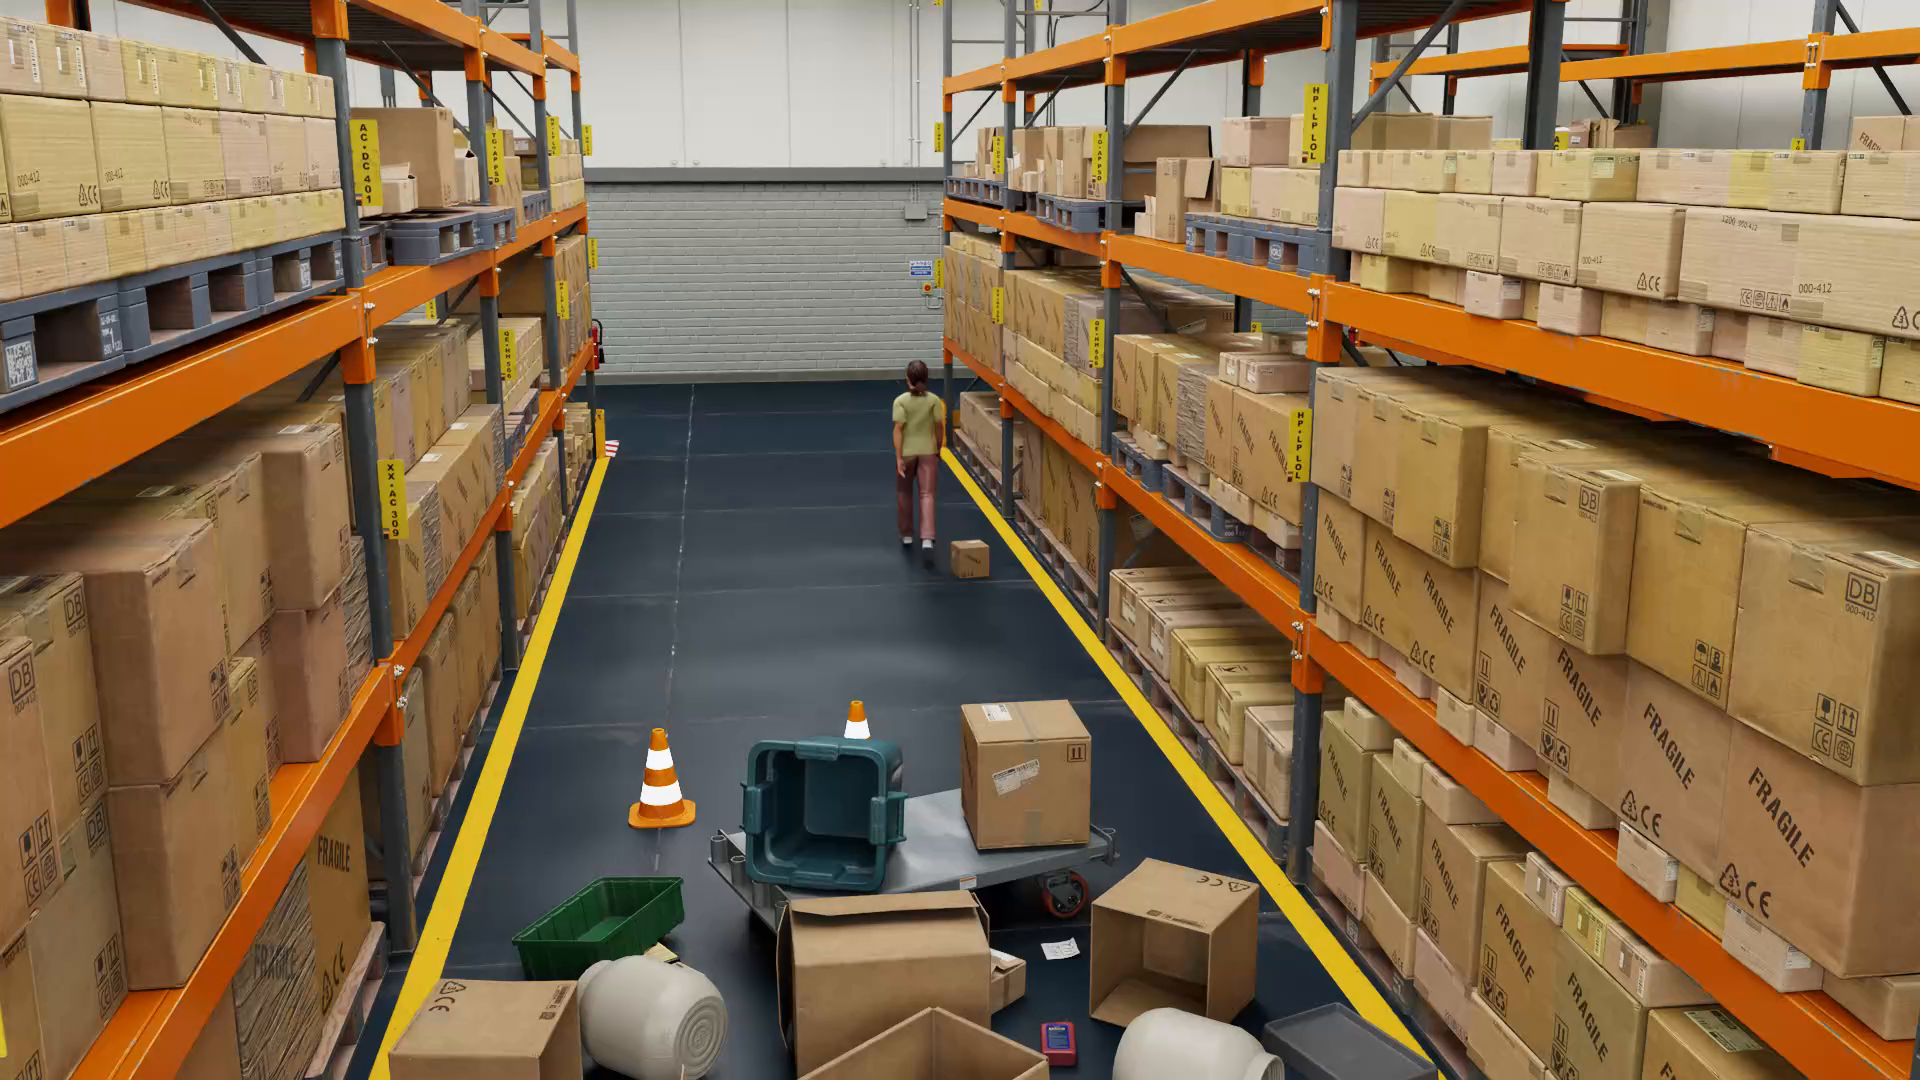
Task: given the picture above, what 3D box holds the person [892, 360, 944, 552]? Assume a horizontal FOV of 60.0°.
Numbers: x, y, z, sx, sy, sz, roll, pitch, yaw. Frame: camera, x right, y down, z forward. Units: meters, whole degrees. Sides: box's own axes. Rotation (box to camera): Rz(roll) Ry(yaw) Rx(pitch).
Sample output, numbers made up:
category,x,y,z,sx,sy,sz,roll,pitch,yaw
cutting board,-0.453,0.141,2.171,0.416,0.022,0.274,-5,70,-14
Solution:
category,x,y,z,sx,sy,sz,roll,pitch,yaw
person,-0.353,-0.714,14.033,0.446,1.623,1.003,-1,13,-5
